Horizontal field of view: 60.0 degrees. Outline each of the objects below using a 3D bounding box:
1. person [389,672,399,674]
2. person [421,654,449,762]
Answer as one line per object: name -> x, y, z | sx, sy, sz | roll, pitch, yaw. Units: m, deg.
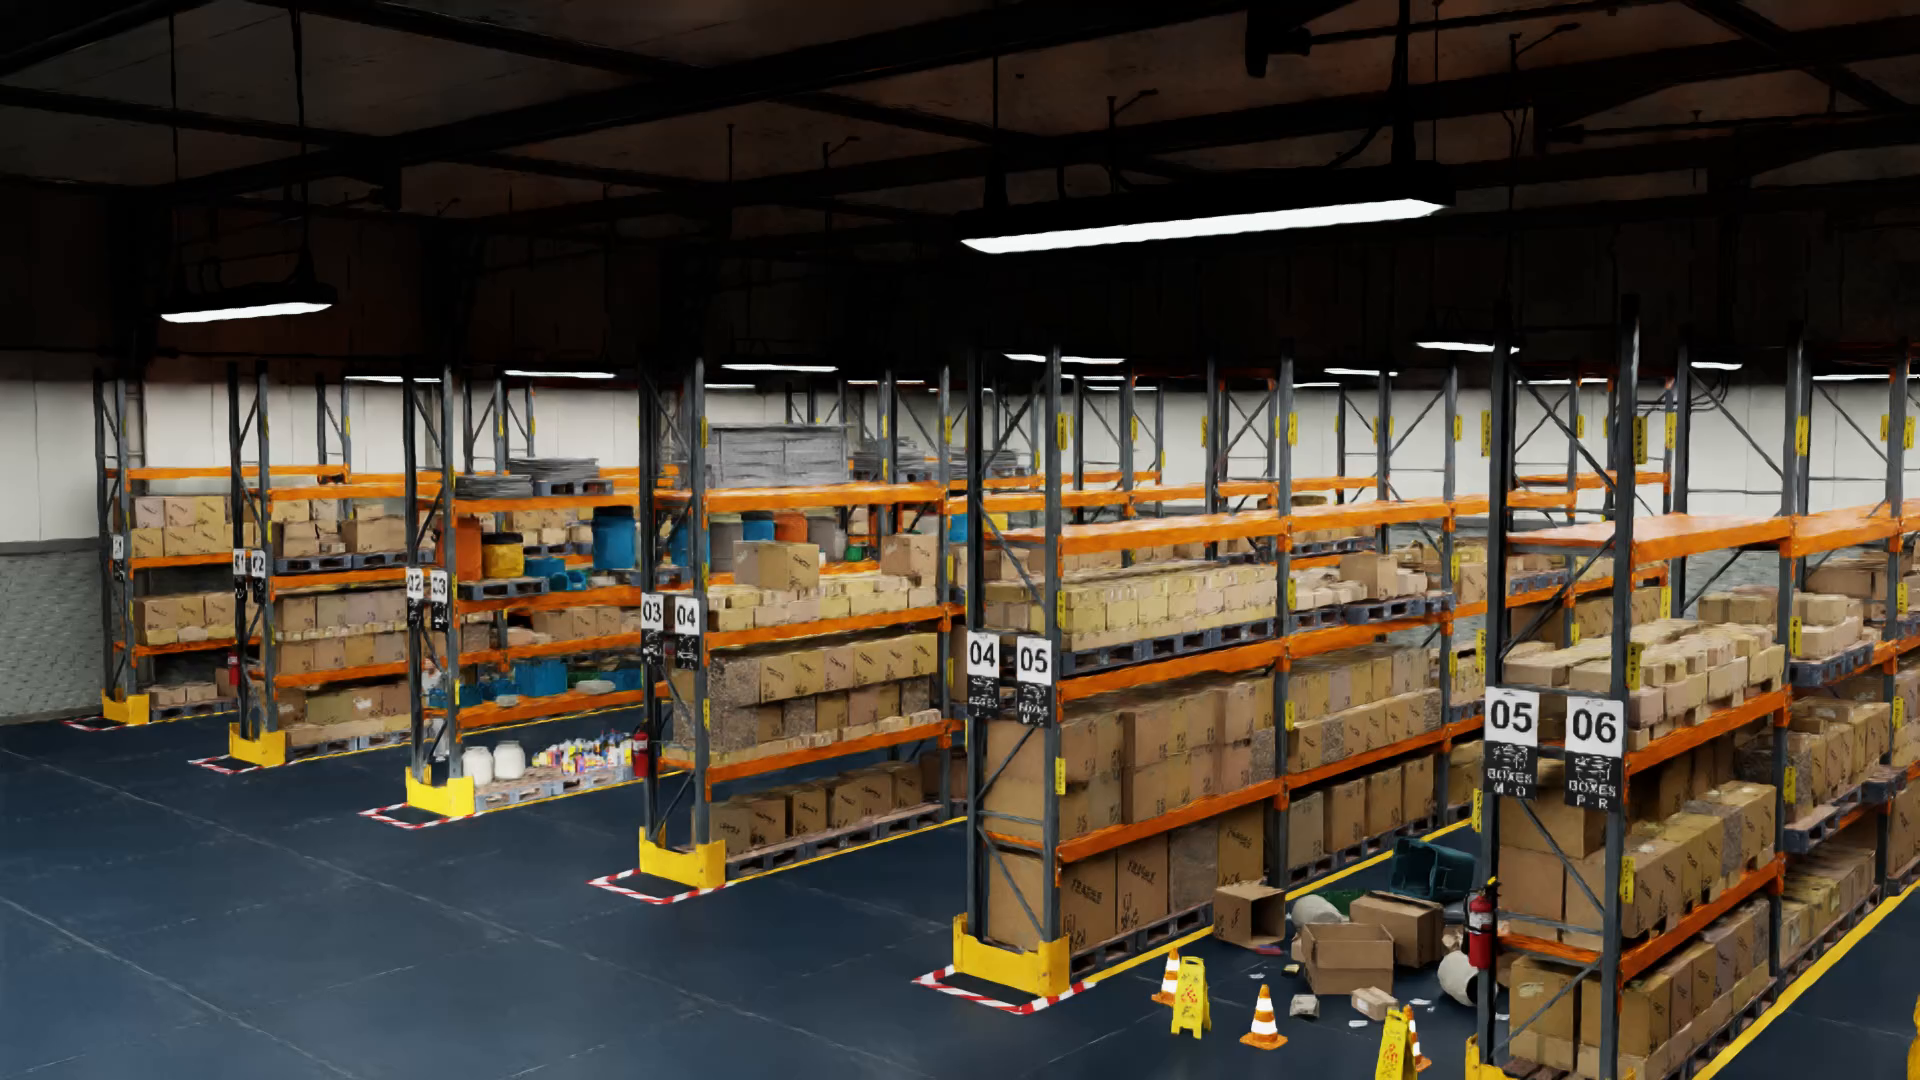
person -> -10.035, 2.094, 29.853 | 1.036, 1.728, 0.533 | -4, 5, -40
person -> -7.880, 2.507, 25.091 | 0.600, 1.610, 0.790 | 2, 4, 21
